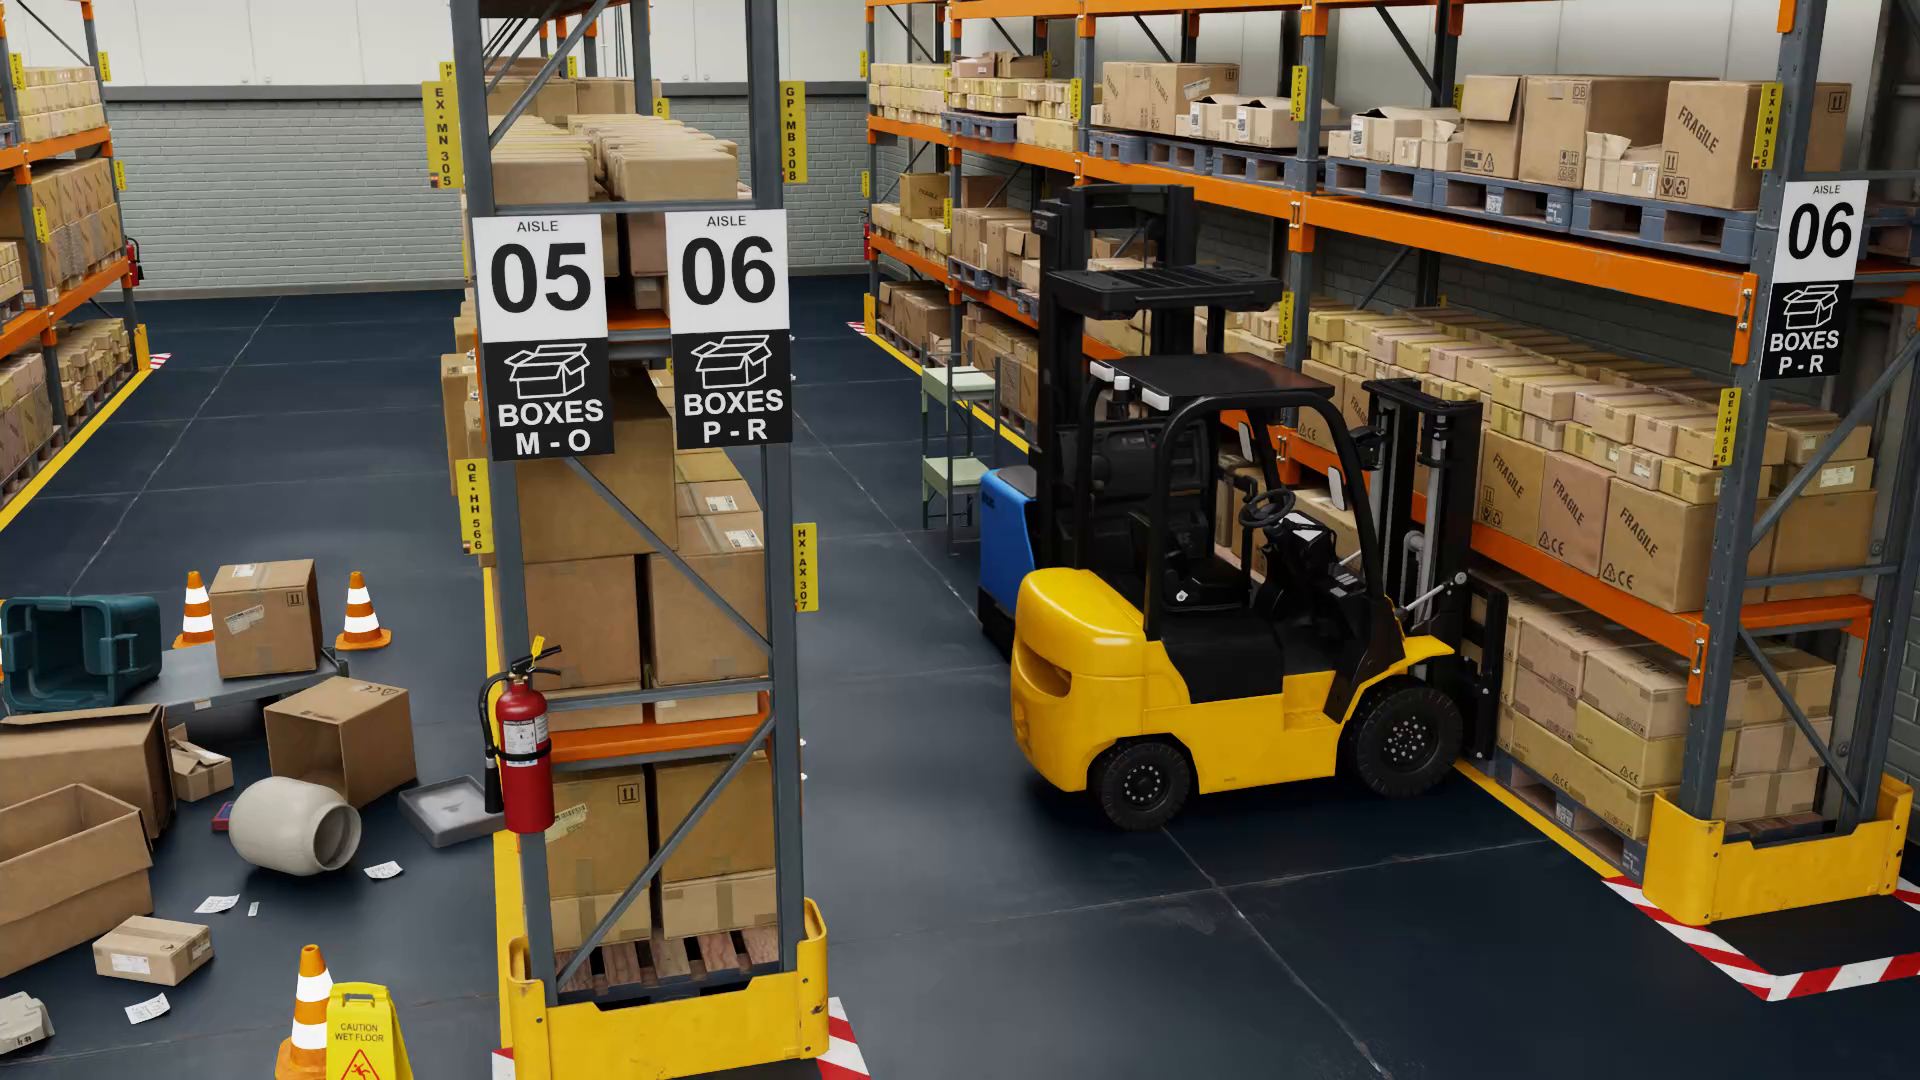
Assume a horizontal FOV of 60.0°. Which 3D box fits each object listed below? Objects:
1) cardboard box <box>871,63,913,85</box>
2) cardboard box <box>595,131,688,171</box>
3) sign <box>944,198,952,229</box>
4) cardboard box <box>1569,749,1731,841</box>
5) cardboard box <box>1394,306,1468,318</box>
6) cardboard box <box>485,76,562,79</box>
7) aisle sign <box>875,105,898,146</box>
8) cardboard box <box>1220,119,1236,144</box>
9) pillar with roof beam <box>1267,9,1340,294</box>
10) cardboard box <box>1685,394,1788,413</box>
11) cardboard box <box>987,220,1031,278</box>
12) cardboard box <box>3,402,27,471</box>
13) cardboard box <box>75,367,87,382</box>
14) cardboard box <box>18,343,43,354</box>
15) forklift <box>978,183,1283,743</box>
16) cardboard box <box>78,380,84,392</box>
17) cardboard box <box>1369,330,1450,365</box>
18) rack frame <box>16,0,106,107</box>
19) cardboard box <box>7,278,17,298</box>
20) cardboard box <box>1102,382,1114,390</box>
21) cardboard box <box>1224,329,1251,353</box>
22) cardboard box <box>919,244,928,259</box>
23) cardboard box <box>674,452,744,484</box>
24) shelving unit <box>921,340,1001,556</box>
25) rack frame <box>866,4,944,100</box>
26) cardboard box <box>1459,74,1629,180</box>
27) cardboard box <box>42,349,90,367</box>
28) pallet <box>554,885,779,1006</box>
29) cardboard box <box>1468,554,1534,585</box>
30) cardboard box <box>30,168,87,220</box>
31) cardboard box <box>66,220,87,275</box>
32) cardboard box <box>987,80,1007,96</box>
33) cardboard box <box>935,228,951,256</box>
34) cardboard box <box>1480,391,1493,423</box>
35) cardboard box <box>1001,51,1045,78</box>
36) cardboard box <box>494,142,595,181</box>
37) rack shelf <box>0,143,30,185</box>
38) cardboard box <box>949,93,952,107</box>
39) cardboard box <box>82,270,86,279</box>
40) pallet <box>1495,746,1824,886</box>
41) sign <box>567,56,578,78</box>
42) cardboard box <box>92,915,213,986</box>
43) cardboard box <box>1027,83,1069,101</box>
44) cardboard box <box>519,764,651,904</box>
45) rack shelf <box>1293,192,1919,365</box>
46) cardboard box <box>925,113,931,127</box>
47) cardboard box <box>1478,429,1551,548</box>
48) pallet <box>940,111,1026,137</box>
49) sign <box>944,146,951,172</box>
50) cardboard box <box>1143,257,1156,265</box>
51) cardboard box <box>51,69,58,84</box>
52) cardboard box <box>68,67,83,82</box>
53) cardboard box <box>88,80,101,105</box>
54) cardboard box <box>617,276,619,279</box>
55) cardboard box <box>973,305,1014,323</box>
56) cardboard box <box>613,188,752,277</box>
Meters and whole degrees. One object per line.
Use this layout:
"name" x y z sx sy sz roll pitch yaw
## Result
"cardboard box" -0.823 -5.867 20.930 0.500 0.250 0.500 -5 17 -16
"cardboard box" -1.368 -1.680 7.166 0.380 0.149 0.250 -4 17 -14
"sign" -0.124 -3.526 17.971 0.100 0.325 0.005 -5 17 -15
"cardboard box" 3.261 1.174 7.880 0.500 0.250 0.500 -5 17 -15
"cardboard box" 2.972 -1.380 10.514 0.380 0.149 0.250 -5 17 -15
"cardboard box" -2.761 -2.786 10.461 0.500 0.250 0.500 -4 17 -14
"aisle sign" -1.005 -5.503 21.541 0.394 0.787 0.004 -5 17 -15
"cardboard box" 2.000 -2.789 11.341 0.380 0.149 0.250 -5 17 -15
"pillar with roof beam" -1.419 -4.293 11.603 9.100 9.000 0.400 -5 17 -15
"cardboard box" 3.681 -0.595 7.900 0.380 0.149 0.250 -4 17 -14
"cardboard box" 0.672 -2.893 16.467 0.700 0.500 0.500 -5 17 -16
"cardboard box" -8.384 -0.879 14.278 0.500 0.500 0.500 -5 17 -16
"cardboard box" -9.281 -1.728 17.198 0.380 0.149 0.250 -4 17 -13
"cardboard box" -9.848 -1.974 17.502 0.380 0.149 0.250 -5 17 -15
"forklift" 1.086 -0.475 9.439 1.130 2.935 3.031 -6 18 -18
"cardboard box" -9.315 -1.582 17.229 0.380 0.149 0.250 -5 18 -18
"cardboard box" 2.606 -1.118 9.643 0.380 0.149 0.250 -4 17 -14
"rack frame" -10.207 -6.323 18.360 1.000 3.000 0.127 -5 17 -15
"cardboard box" -8.736 -2.258 14.963 0.380 0.149 0.250 -5 17 -15
"cardboard box" 1.172 -1.154 15.194 0.500 0.500 0.500 -4 17 -14
"cardboard box" 2.065 -1.368 11.685 0.500 0.250 0.500 -5 17 -17
"cardboard box" -0.265 -3.388 19.452 0.380 0.149 0.250 -5 17 -16
"cardboard box" -1.228 -0.071 7.283 0.500 0.500 0.500 -5 17 -16
"shelving unit" 0.002 -0.716 12.730 0.431 1.500 0.755 -5 17 -15
"rack frame" -0.704 -7.136 21.066 1.000 3.000 0.127 -5 17 -15
"cardboard box" 3.028 -2.131 8.536 0.797 0.503 0.637 -4 17 -13
"cardboard box" -9.224 -1.870 17.155 0.380 0.149 0.250 -4 17 -14
"pallet" -1.288 1.643 7.114 1.003 0.211 1.213 -5 17 -15
"cardboard box" 2.841 0.277 9.128 0.500 0.250 0.500 -5 17 -16
"cardboard box" -9.403 -3.583 17.237 0.500 0.500 0.500 -5 18 -17
"cardboard box" -9.248 -2.969 16.932 0.500 0.500 0.500 -5 17 -16
"cardboard box" 0.476 -4.396 16.174 0.380 0.149 0.250 -5 17 -15
"cardboard box" 0.021 -3.349 18.629 0.500 0.250 0.500 -4 17 -14
"cardboard box" 2.971 -0.698 8.762 0.380 0.149 0.250 -5 17 -16
"cardboard box" 0.650 -4.913 17.175 0.396 0.266 0.258 -5 17 -15
"cardboard box" -1.597 -1.430 6.334 0.380 0.149 0.250 -5 17 -15
"rack shelf" -8.558 -2.882 13.370 1.077 0.370 4.000 -5 17 -15
"cardboard box" 0.095 -4.608 17.396 0.380 0.149 0.250 -4 17 -14
"cardboard box" -9.488 -2.826 17.584 0.380 0.149 0.250 -4 17 -14
"pallet" 3.443 1.290 8.290 1.003 0.211 1.213 -5 17 -15
"sign" -3.857 -4.643 16.536 0.100 0.325 0.005 -5 17 -15
"cardboard box" -3.380 1.719 6.970 0.380 0.149 0.250 4 17 13
"cardboard box" 0.831 -4.109 15.254 0.380 0.149 0.250 -5 17 -16
"cardboard box" -1.549 1.112 6.782 0.500 0.500 0.500 -5 17 -15
"rack shelf" 3.144 -1.482 8.709 1.077 0.370 4.000 -5 17 -15
"cardboard box" -0.180 -4.760 18.807 0.380 0.149 0.250 -5 17 -15
"cardboard box" 3.031 -0.286 8.517 0.500 0.500 0.500 -5 17 -16
"pallet" 0.507 -4.317 17.222 1.213 0.211 1.003 -5 17 -15
"sign" -0.164 -5.007 21.845 0.100 0.325 0.005 -5 17 -15
"cardboard box" 1.779 -2.334 14.208 0.380 0.149 0.250 -4 17 -13
"cardboard box" -9.354 -4.677 16.793 0.380 0.149 0.250 -5 17 -17
"cardboard box" -9.611 -4.965 17.751 0.380 0.149 0.250 -4 17 -14
"cardboard box" -9.836 -4.947 18.384 0.500 0.250 0.500 -5 18 -17
"cardboard box" -1.223 -1.158 6.817 0.380 0.149 0.250 -5 18 -17
"cardboard box" 0.356 -2.425 17.782 0.380 0.149 0.250 -6 18 -18
"cardboard box" -0.960 -1.111 5.966 0.500 0.250 0.500 -5 17 -16
